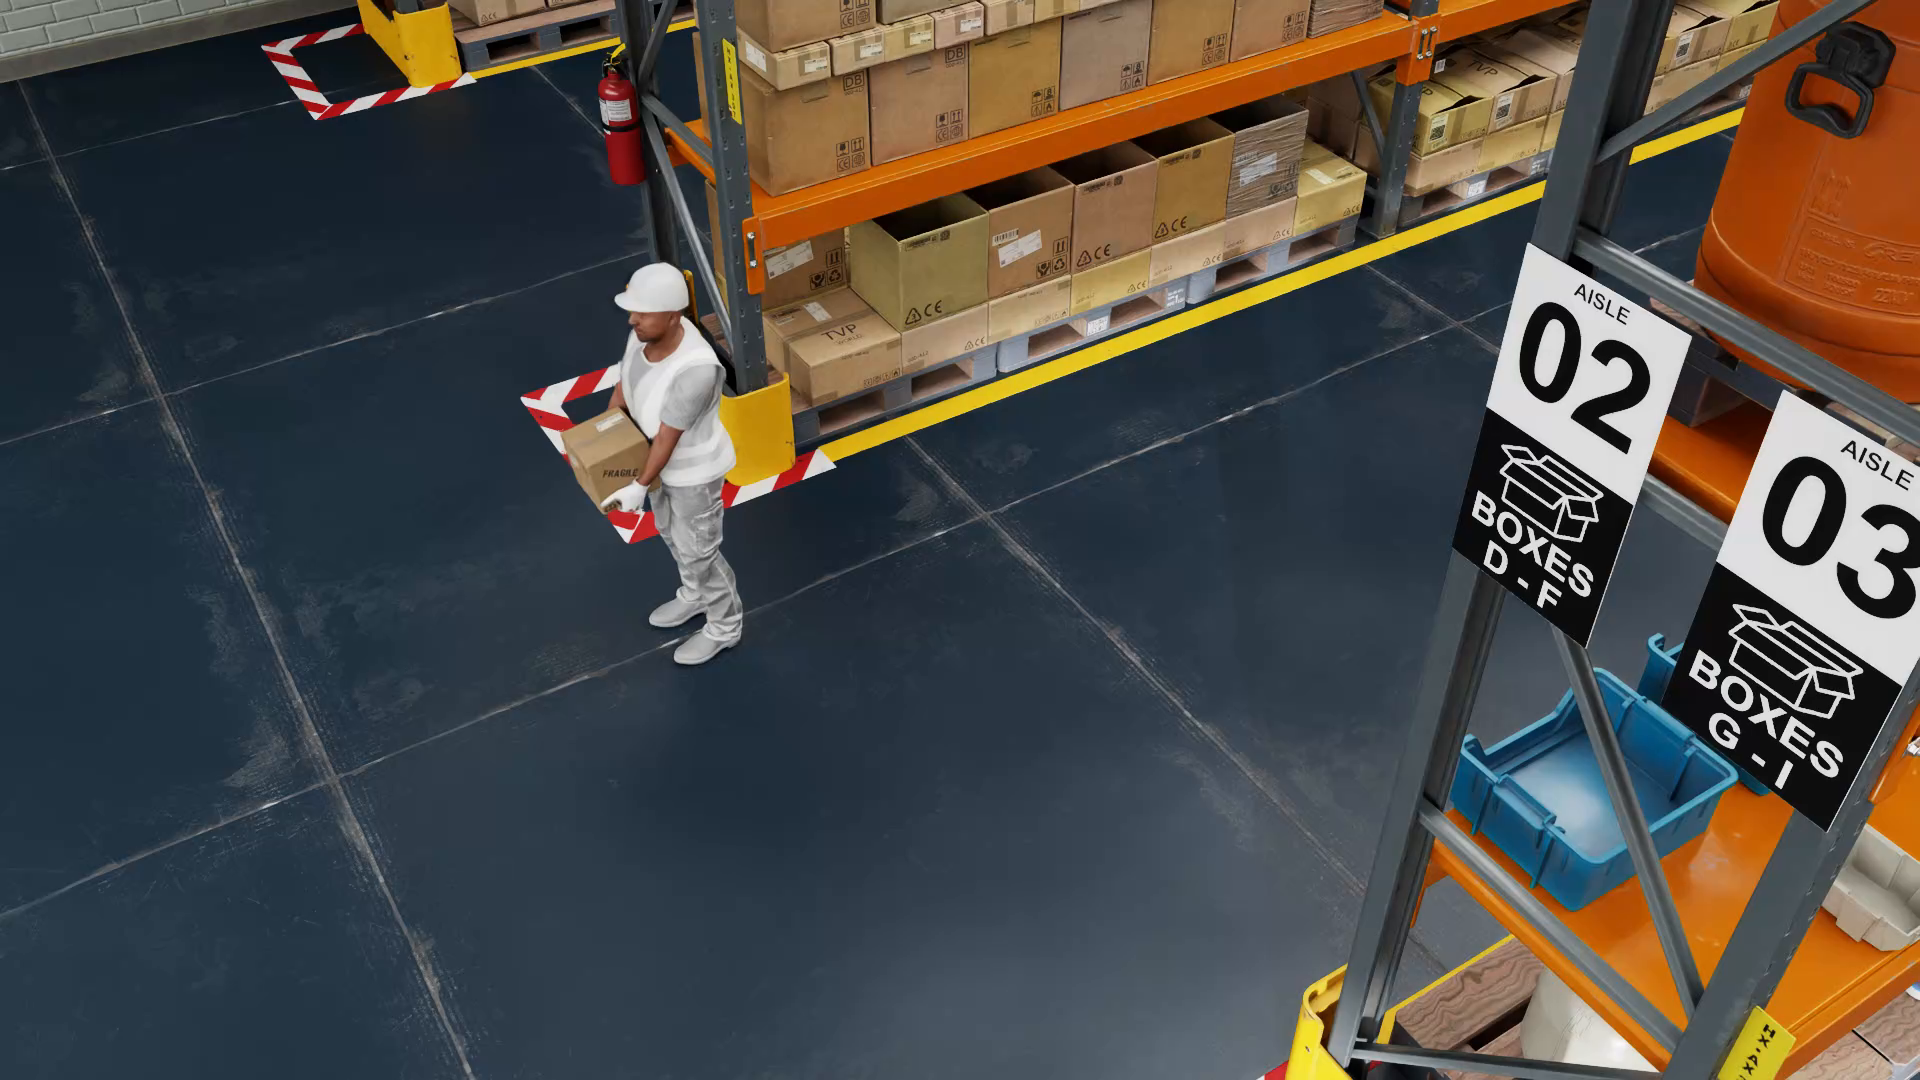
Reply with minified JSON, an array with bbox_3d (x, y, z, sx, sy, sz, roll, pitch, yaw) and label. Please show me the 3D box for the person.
[{"bbox_3d":[-1.165,-0.263,6.450,0.580,1.782,0.491,-23,45,-25],"label":"person"}]
